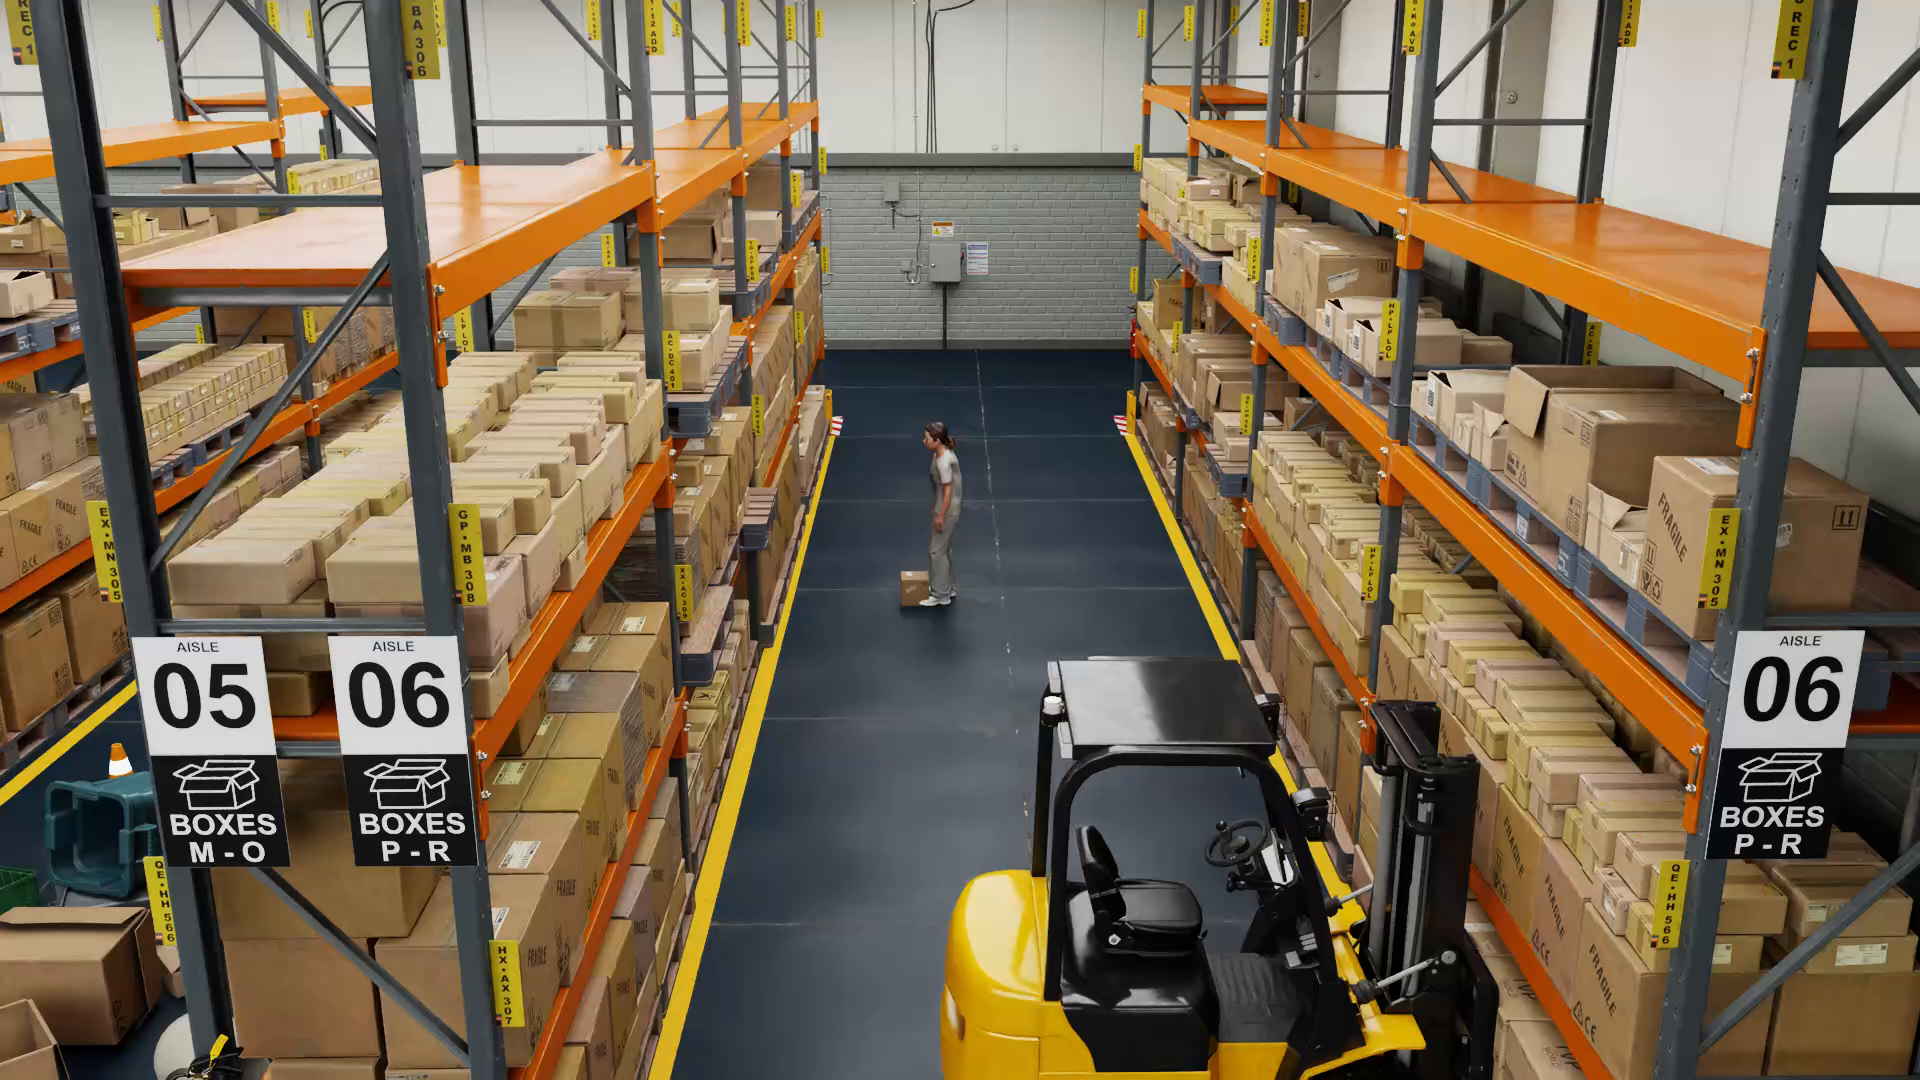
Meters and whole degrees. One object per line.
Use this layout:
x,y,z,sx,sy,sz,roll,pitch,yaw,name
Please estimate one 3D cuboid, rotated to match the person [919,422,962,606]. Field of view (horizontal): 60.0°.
-0.188,-0.243,14.832,0.409,1.673,0.514,-1,17,-4,person
